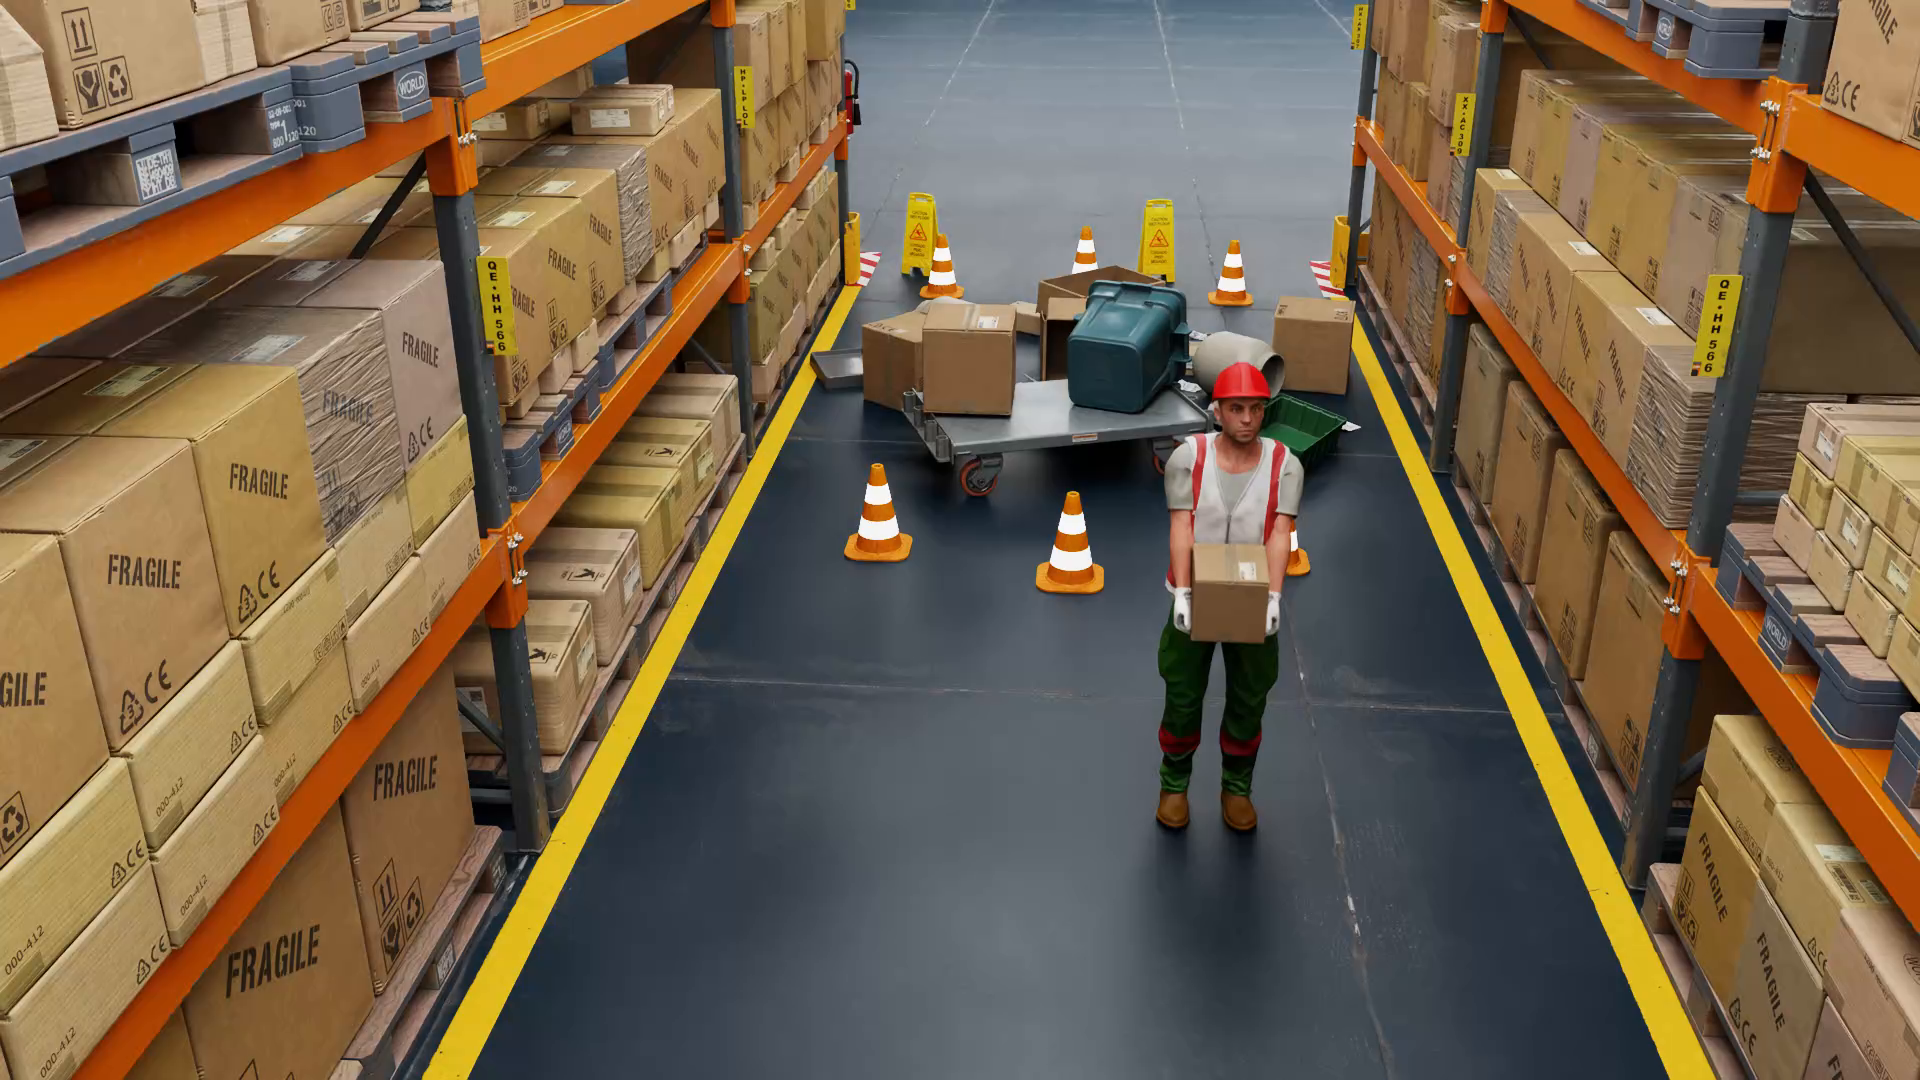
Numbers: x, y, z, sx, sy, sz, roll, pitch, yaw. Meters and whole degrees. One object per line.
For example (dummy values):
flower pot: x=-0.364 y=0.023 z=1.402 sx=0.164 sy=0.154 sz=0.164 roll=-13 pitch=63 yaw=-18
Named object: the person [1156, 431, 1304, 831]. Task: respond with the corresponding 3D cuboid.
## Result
person: x=0.963 y=0.379 z=6.051 sx=0.494 sy=1.529 sz=0.561 roll=2 pitch=24 yaw=5
